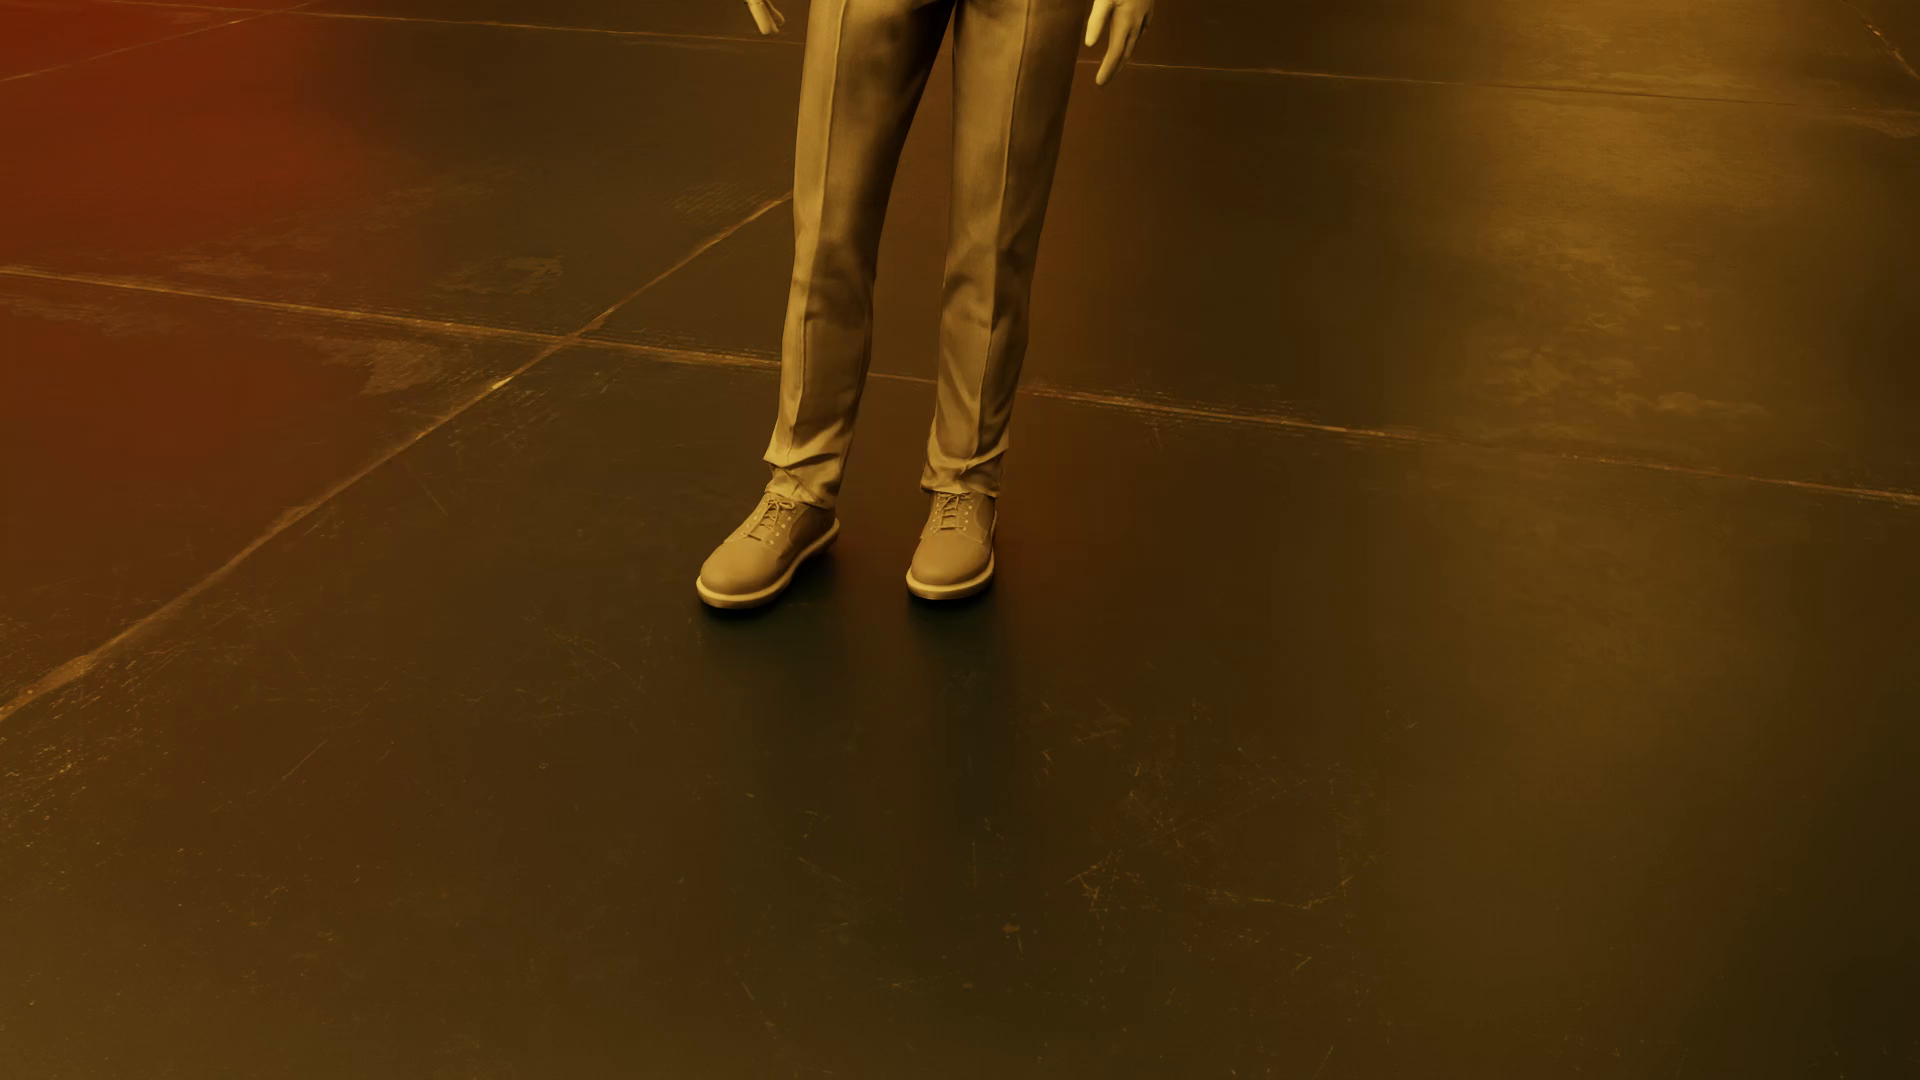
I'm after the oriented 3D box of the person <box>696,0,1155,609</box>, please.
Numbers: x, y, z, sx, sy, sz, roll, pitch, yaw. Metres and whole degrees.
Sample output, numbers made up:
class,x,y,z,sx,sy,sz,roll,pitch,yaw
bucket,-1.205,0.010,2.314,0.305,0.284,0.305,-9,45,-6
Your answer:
class,x,y,z,sx,sy,sz,roll,pitch,yaw
person,-0.027,-0.733,2.055,0.588,1.695,0.531,8,28,16
